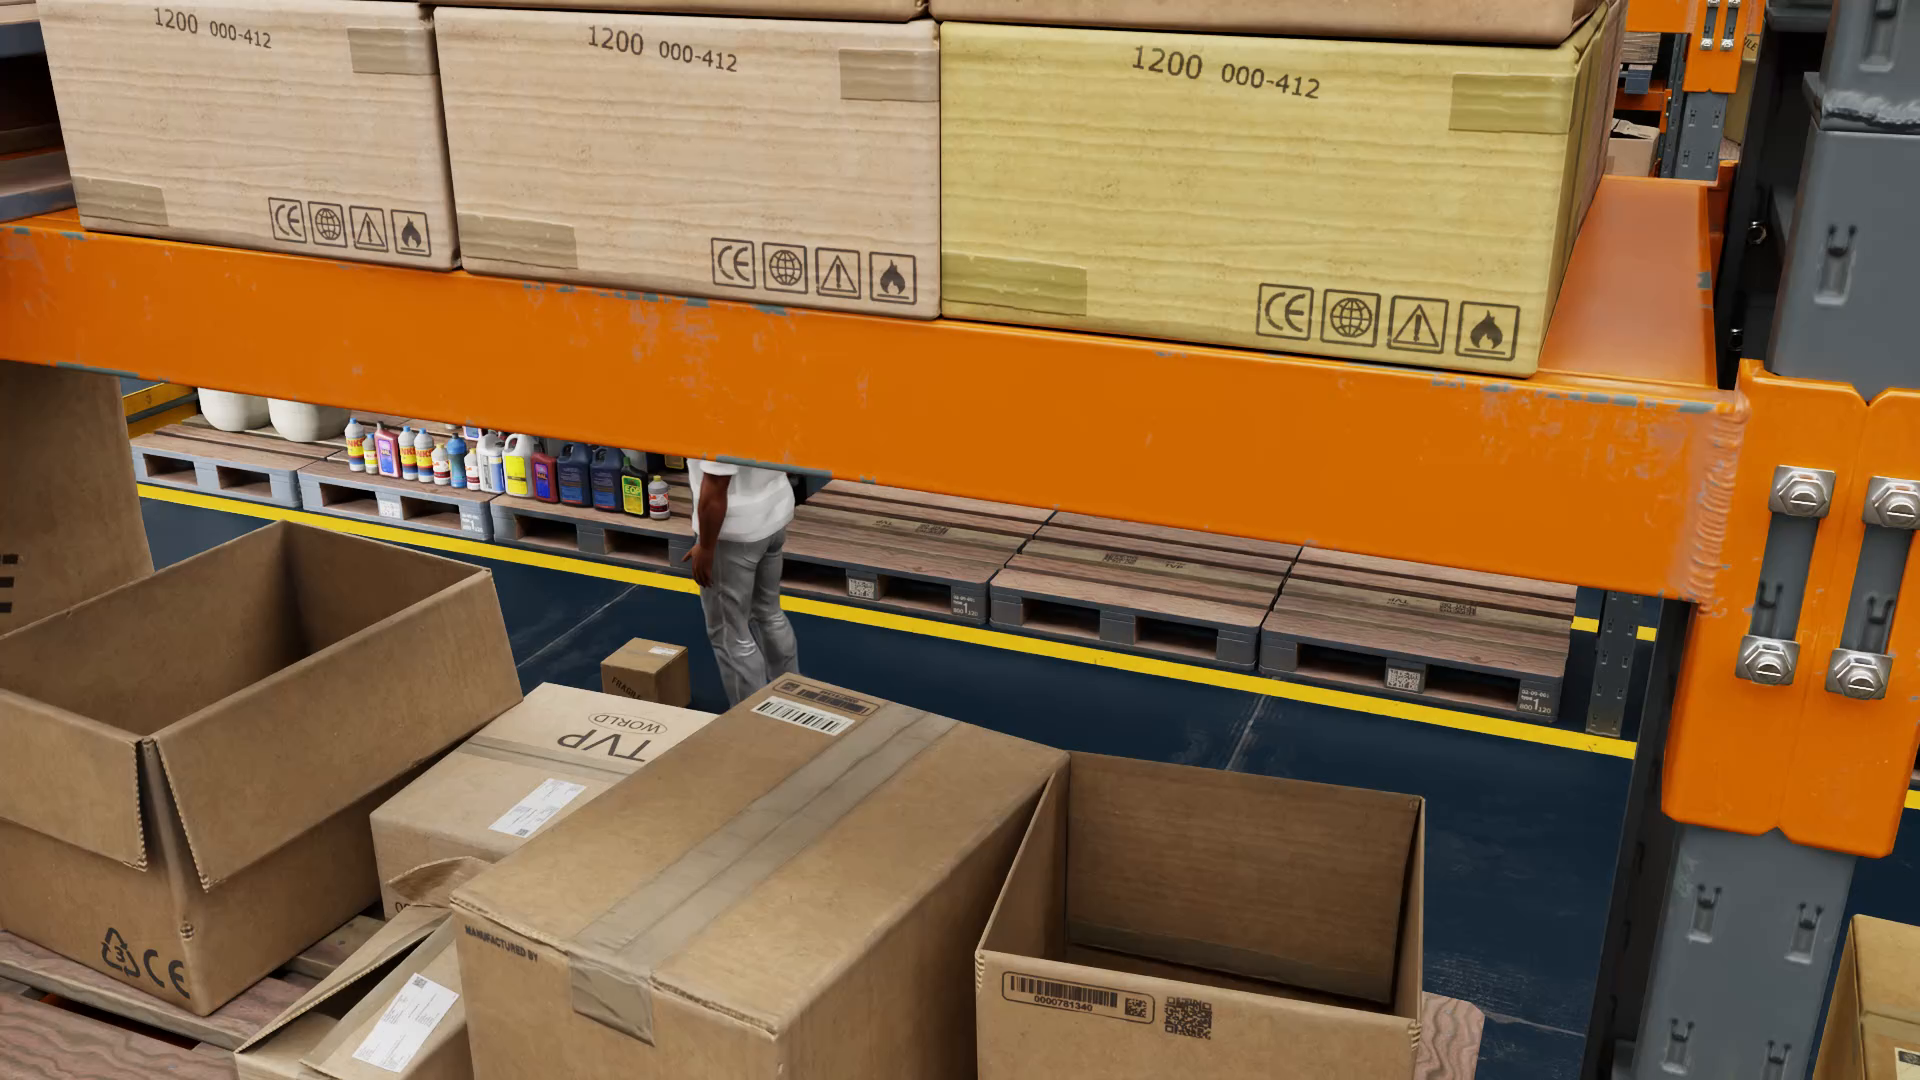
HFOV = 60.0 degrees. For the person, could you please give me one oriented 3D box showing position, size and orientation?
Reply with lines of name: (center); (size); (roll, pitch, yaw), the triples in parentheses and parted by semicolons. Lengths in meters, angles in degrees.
person: (-0.809, -0.042, 6.189); (0.360, 1.776, 0.563); (9, 24, 22)
